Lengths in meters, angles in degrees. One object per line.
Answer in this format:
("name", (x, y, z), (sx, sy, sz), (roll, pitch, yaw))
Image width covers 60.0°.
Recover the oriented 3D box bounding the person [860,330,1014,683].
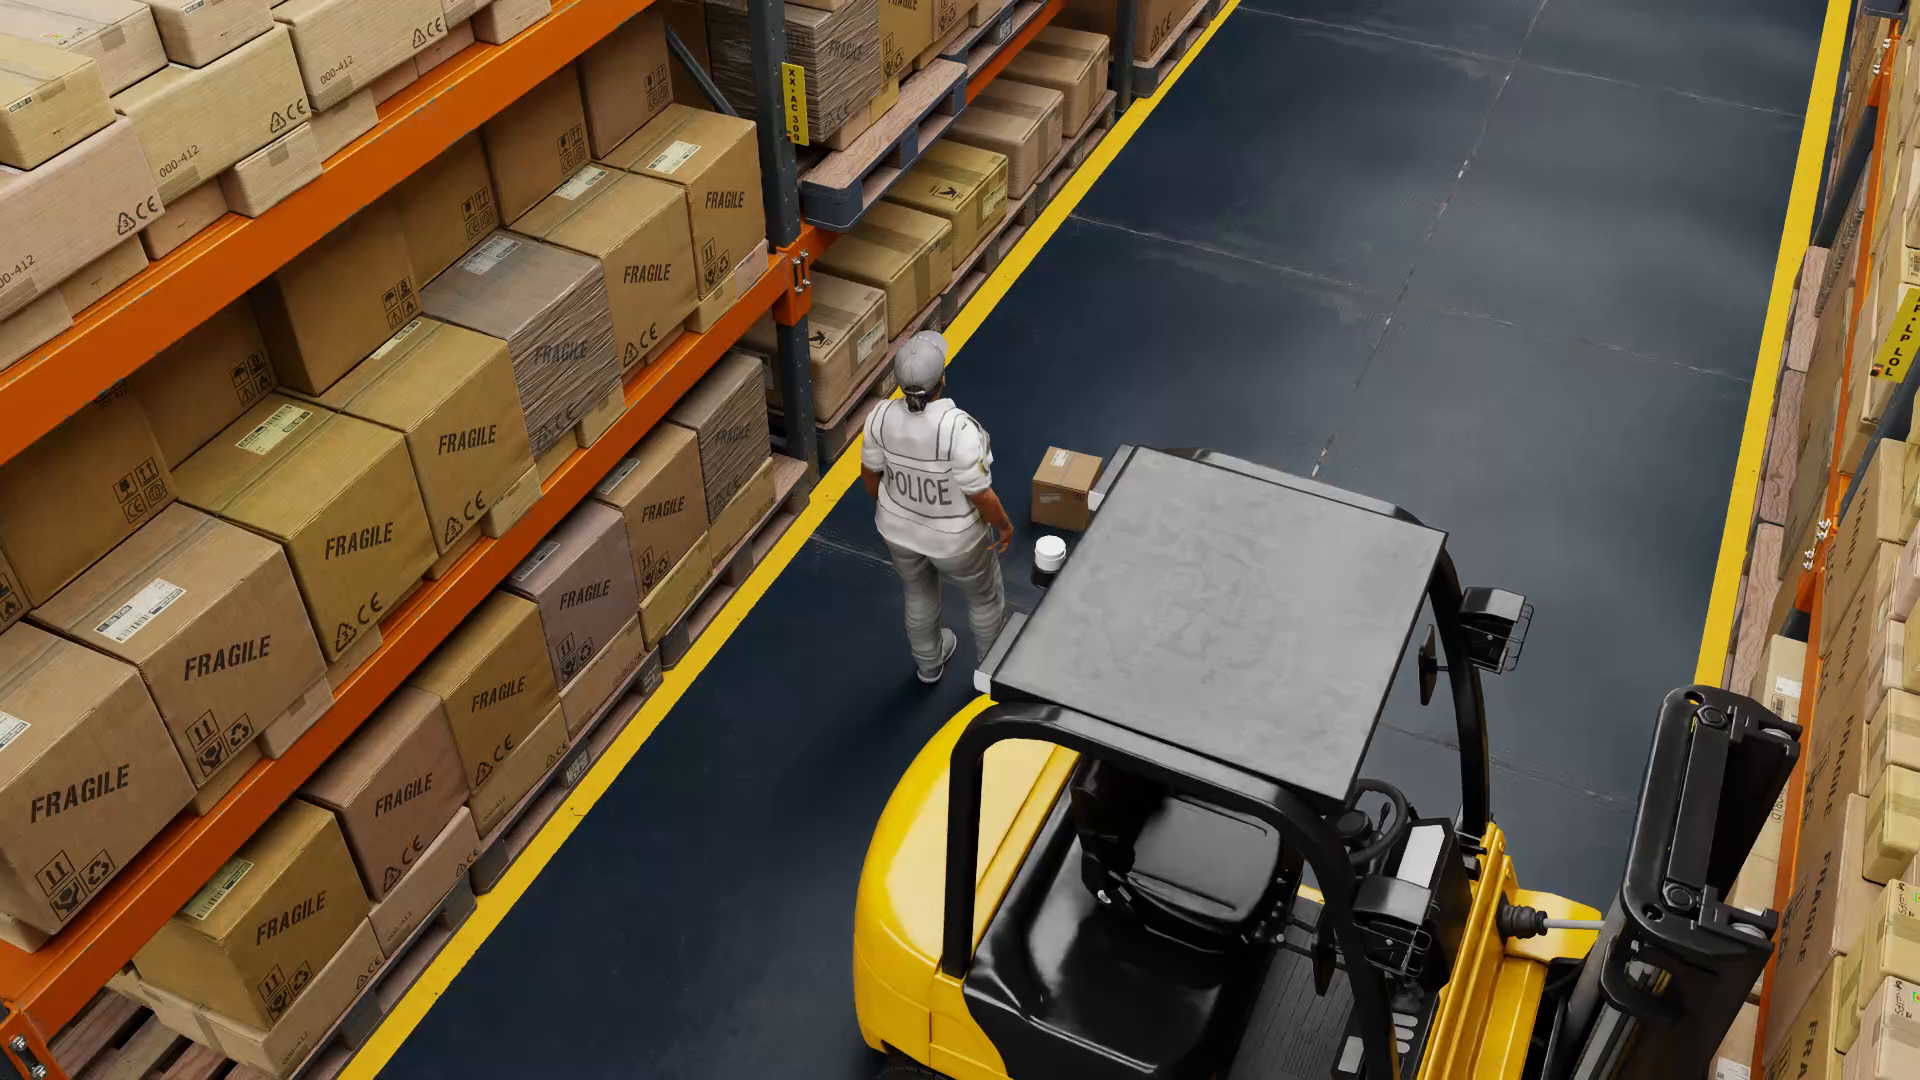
("person", (-0.040, -0.105, 6.258), (0.598, 1.670, 0.529), (17, 45, 18))
